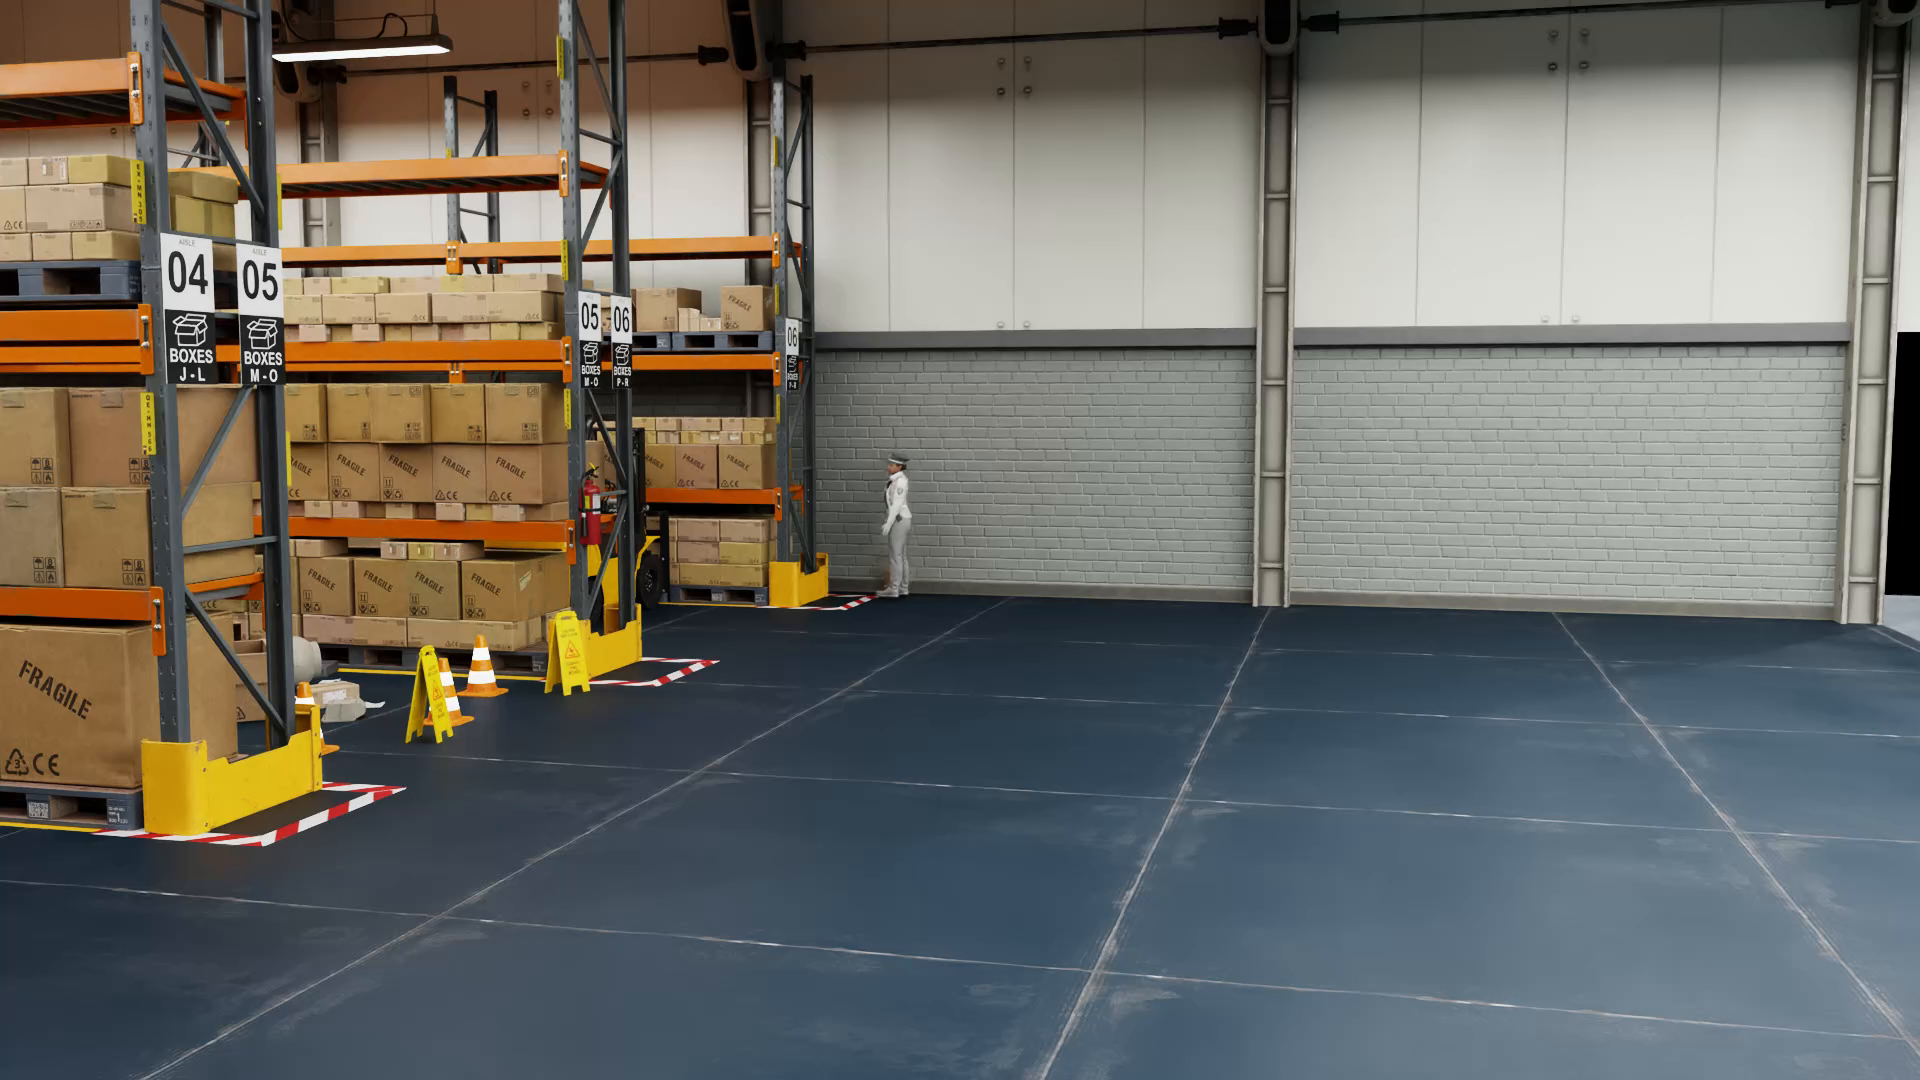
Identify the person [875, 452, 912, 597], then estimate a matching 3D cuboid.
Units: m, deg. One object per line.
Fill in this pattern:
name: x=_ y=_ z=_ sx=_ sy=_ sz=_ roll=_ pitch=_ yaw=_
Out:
person: x=-0.777 y=-0.175 z=19.206 sx=0.434 sy=1.684 sz=0.516 roll=-1 pitch=5 yaw=-7
